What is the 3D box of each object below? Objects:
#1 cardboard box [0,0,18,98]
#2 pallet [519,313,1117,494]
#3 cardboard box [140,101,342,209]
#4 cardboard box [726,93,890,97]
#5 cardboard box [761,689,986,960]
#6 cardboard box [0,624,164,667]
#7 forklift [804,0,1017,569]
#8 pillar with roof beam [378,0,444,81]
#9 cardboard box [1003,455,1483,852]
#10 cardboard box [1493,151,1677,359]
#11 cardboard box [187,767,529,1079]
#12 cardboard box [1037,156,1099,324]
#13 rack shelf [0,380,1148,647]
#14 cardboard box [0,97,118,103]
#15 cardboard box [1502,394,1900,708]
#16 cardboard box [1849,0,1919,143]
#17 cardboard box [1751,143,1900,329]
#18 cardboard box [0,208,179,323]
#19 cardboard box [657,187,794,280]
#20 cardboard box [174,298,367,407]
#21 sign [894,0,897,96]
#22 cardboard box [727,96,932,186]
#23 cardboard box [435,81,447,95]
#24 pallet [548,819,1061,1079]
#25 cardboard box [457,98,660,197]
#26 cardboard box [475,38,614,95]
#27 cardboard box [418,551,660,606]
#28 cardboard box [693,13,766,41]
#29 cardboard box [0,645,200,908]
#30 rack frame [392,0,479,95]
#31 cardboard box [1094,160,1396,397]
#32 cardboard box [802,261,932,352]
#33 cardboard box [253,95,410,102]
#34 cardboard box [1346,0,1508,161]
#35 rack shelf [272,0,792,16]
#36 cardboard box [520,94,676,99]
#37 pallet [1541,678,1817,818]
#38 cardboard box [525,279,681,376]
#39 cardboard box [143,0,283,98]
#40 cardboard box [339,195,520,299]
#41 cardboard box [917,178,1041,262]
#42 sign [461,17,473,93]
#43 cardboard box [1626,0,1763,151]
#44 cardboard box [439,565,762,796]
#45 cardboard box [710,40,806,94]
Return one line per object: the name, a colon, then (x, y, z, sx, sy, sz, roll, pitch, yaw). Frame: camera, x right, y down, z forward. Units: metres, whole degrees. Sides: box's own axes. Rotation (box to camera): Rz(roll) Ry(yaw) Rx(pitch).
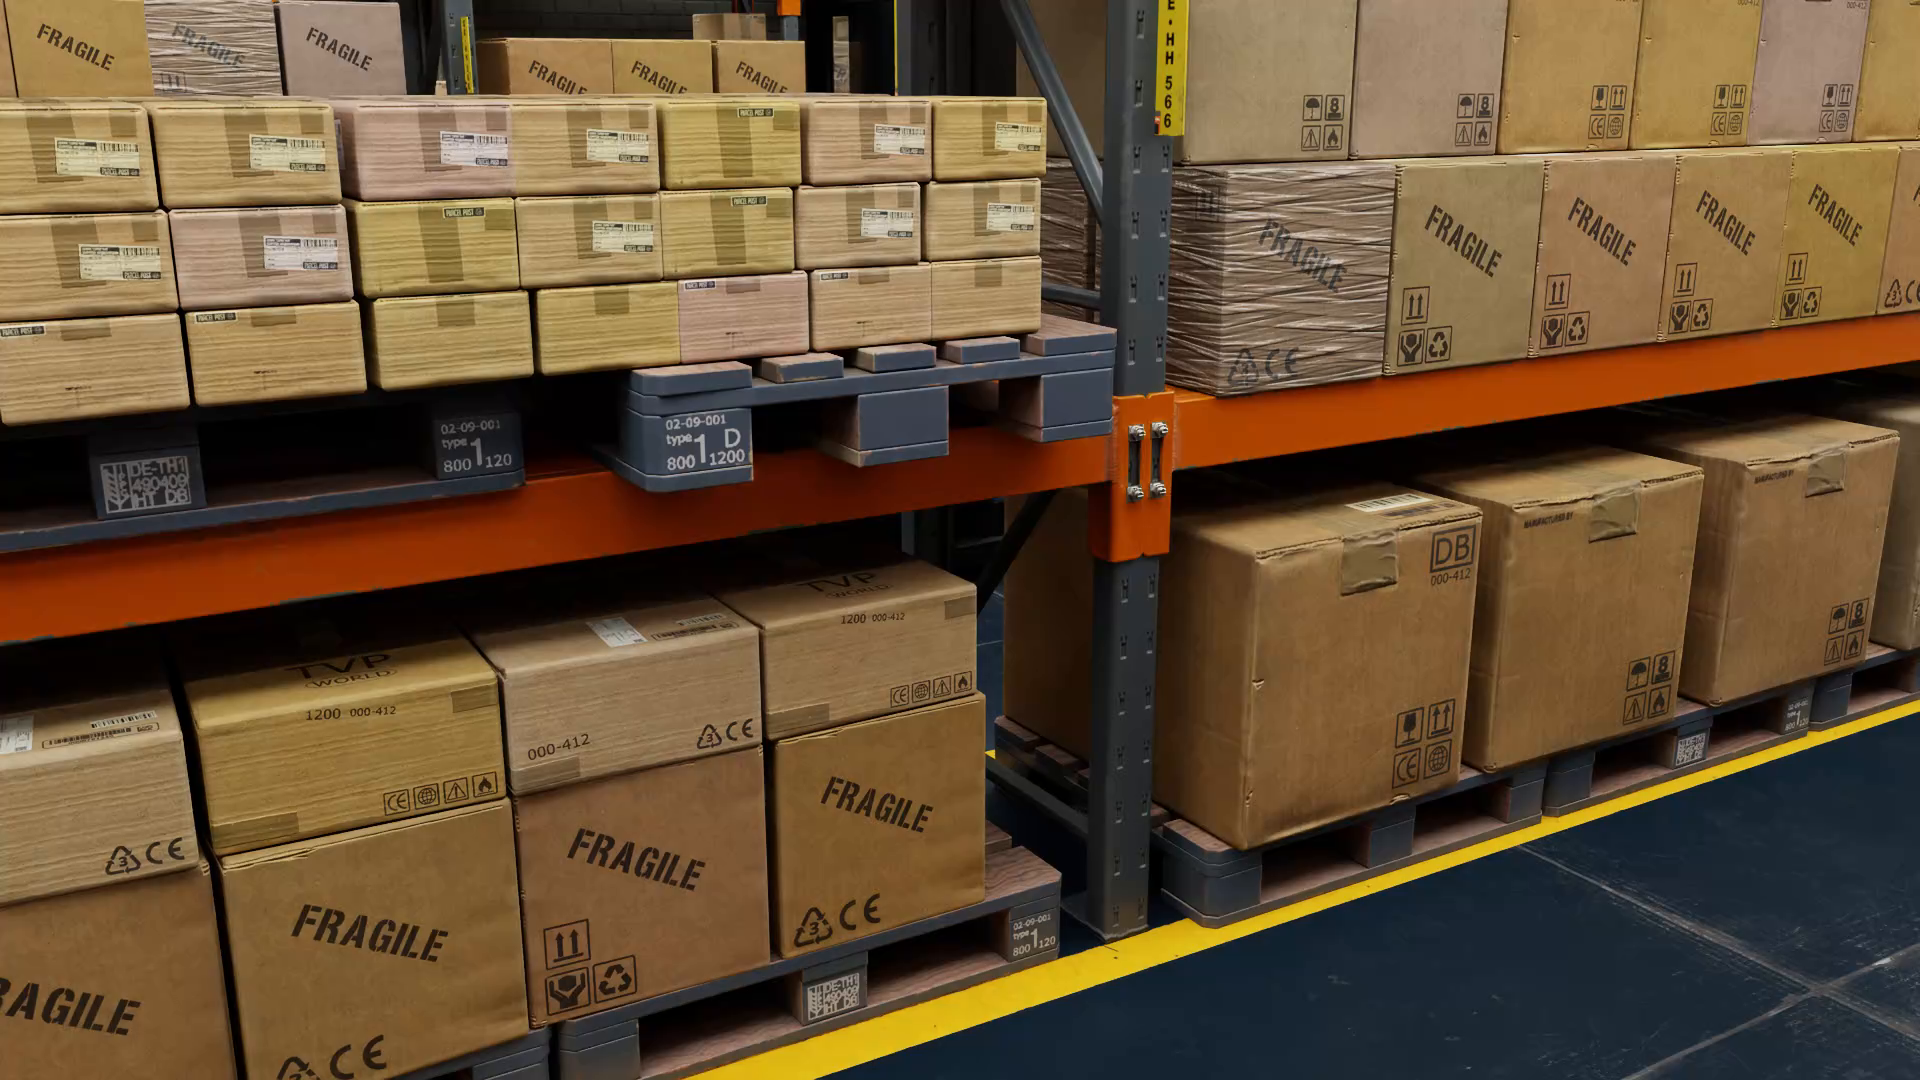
cardboard box: (-4.101, -1.922, 6.672, 0.500, 0.500, 0.500, -10, 18, -31)
pallet: (-0.411, -0.387, 3.589, 1.003, 0.211, 1.213, -9, 18, -30)
cardboard box: (-1.148, -0.617, 2.640, 0.250, 0.149, 0.380, -8, 18, -27)
cardboard box: (-0.354, -0.951, 3.830, 0.250, 0.149, 0.380, -9, 18, -30)
cardboard box: (-0.284, 0.550, 3.743, 0.500, 0.500, 0.500, -9, 18, -30)
cardboard box: (-1.882, 0.286, 3.296, 0.500, 0.250, 0.500, -10, 19, -32)
forklift: (-0.520, -1.316, 6.674, 3.031, 2.935, 1.130, -10, 19, -33)
pillar with roof beam: (-2.180, -5.165, 9.162, 0.400, 9.000, 9.100, -9, 18, -30)
cardboard box: (0.714, 0.214, 4.479, 0.750, 0.750, 1.050, -9, 18, -30)
cardboard box: (1.536, -0.793, 4.495, 0.500, 0.500, 0.500, -9, 18, -30)
cardboard box: (-1.176, 0.699, 3.213, 0.500, 0.500, 0.500, -10, 19, -32)
cardboard box: (0.393, -0.776, 4.436, 0.500, 0.500, 0.500, -9, 18, -30)
rack shelf: (-1.569, 0.021, 3.109, 4.000, 0.370, 1.077, -9, 18, -30)
cardboard box: (-1.692, -0.735, 3.058, 0.250, 0.149, 0.380, -10, 18, -30)
cardboard box: (2.260, -0.038, 5.377, 0.750, 0.750, 1.050, -9, 18, -30)
cardboard box: (2.712, -1.546, 5.331, 0.500, 0.500, 0.700, -10, 18, -31)
cardboard box: (2.398, -0.932, 4.994, 0.500, 0.500, 0.500, -9, 18, -29)
cardboard box: (-1.369, -0.438, 2.551, 0.250, 0.149, 0.380, -10, 18, -31)
cardboard box: (-0.496, -0.579, 3.054, 0.250, 0.149, 0.380, -9, 18, -28)
cardboard box: (-1.143, -0.332, 2.726, 0.250, 0.149, 0.380, -9, 18, -28)
sign: (-0.143, -1.289, 4.304, 0.005, 0.325, 0.100, -9, 18, -30)
cardboard box: (-0.255, -0.762, 3.157, 0.250, 0.149, 0.380, -9, 18, -30)
cardboard box: (-3.972, -3.337, 12.371, 0.250, 0.149, 0.380, -9, 18, -29)
pallet: (-0.525, 0.848, 3.994, 1.213, 0.211, 1.003, -9, 18, -30)
cardboard box: (-0.707, -0.688, 2.892, 0.250, 0.149, 0.380, -9, 18, -28)
cardboard box: (-1.986, -2.137, 7.961, 0.500, 0.500, 0.500, -10, 18, -31)
cardboard box: (-1.005, 0.148, 3.790, 0.500, 0.250, 0.500, -9, 18, -30)
cardboard box: (-1.233, -2.733, 8.886, 0.250, 0.149, 0.380, -10, 19, -32)
cardboard box: (-1.619, 0.407, 2.864, 0.500, 0.250, 0.500, -8, 18, -28)
rack frame: (-2.490, -1.734, 8.040, 0.127, 3.000, 1.000, -9, 18, -30)
cardboard box: (0.669, -0.651, 3.990, 0.500, 0.500, 0.500, -9, 18, -29)
cardboard box: (-0.254, -0.475, 3.236, 0.250, 0.149, 0.380, -9, 18, -30)
cardboard box: (-1.250, -0.806, 3.312, 0.250, 0.149, 0.380, -8, 18, -27)
cardboard box: (0.968, -1.263, 4.322, 0.500, 0.500, 0.700, -10, 18, -31)
rack shelf: (-3.336, -4.258, 12.819, 4.000, 0.370, 1.077, -9, 18, -30)
cardboard box: (-0.792, -0.880, 3.578, 0.250, 0.149, 0.380, -9, 18, -30)
pallet: (1.905, 0.479, 5.310, 1.213, 0.211, 1.003, -9, 18, -30)
cardboard box: (-0.690, -0.406, 2.987, 0.250, 0.149, 0.380, -9, 18, -30)
cardboard box: (-3.235, -2.058, 7.158, 0.500, 0.500, 0.500, -9, 18, -29)
cardboard box: (-0.925, -0.510, 2.809, 0.250, 0.149, 0.380, -9, 18, -30)
cardboard box: (-0.044, -0.654, 3.320, 0.250, 0.149, 0.380, -9, 18, -29)
sign: (-2.202, -2.164, 7.427, 0.005, 0.325, 0.100, -9, 18, -30)
cardboard box: (1.845, -1.406, 4.832, 0.500, 0.500, 0.700, -9, 18, -30)
cardboard box: (-0.733, 0.266, 3.369, 0.500, 0.250, 0.500, -9, 18, -29)
cardboard box: (-1.091, -2.286, 8.495, 0.500, 0.500, 0.500, -9, 18, -29)
